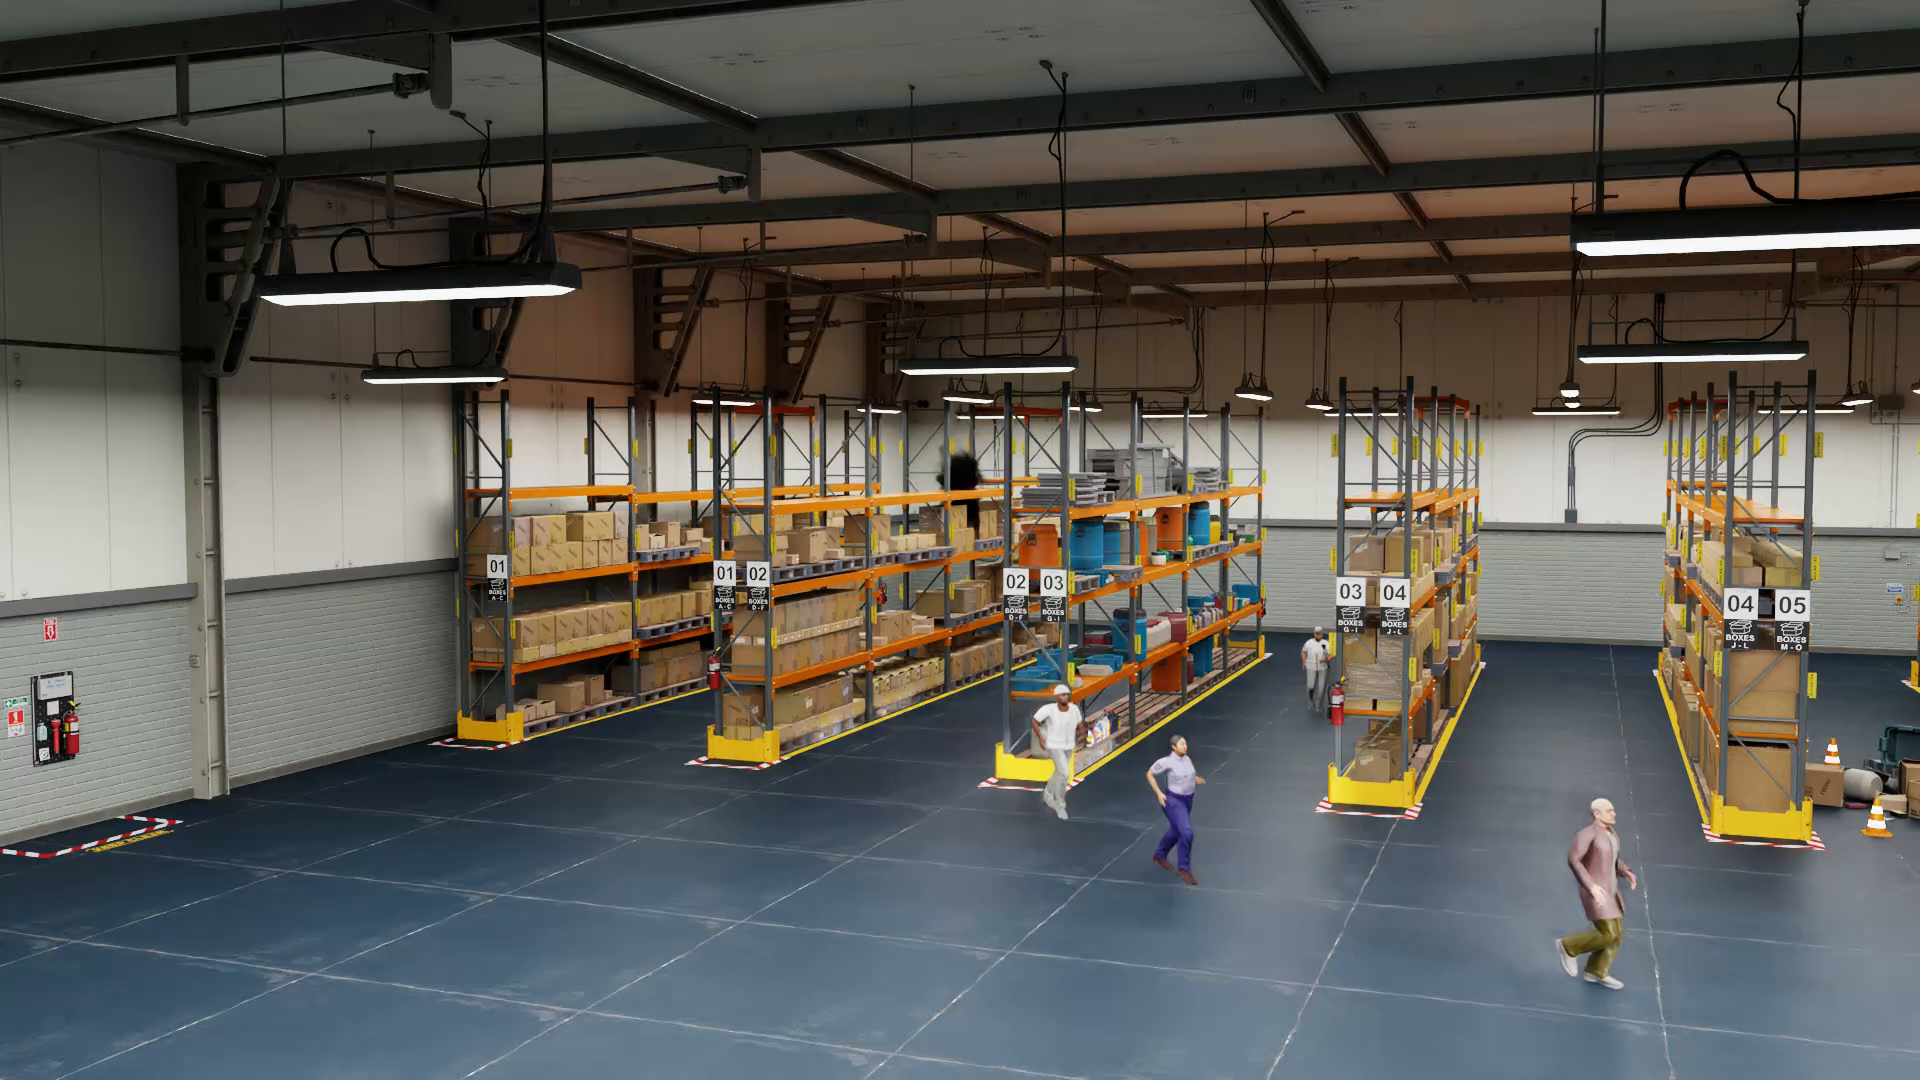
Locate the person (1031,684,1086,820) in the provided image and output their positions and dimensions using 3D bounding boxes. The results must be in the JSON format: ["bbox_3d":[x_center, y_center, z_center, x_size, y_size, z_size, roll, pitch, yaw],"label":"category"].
[{"bbox_3d":[1.379,2.868,22.731,0.686,1.822,0.780,-2,4,-35],"label":"person"}]

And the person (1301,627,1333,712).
[{"bbox_3d":[6.743,2.458,31.420,0.592,1.618,0.583,1,3,13],"label":"person"}]

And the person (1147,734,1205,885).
[{"bbox_3d":[2.521,3.126,19.370,0.764,1.690,0.579,3,4,41],"label":"person"}]

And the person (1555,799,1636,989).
[{"bbox_3d":[5.942,3.277,15.555,0.731,1.750,0.635,-3,4,-44],"label":"person"}]
